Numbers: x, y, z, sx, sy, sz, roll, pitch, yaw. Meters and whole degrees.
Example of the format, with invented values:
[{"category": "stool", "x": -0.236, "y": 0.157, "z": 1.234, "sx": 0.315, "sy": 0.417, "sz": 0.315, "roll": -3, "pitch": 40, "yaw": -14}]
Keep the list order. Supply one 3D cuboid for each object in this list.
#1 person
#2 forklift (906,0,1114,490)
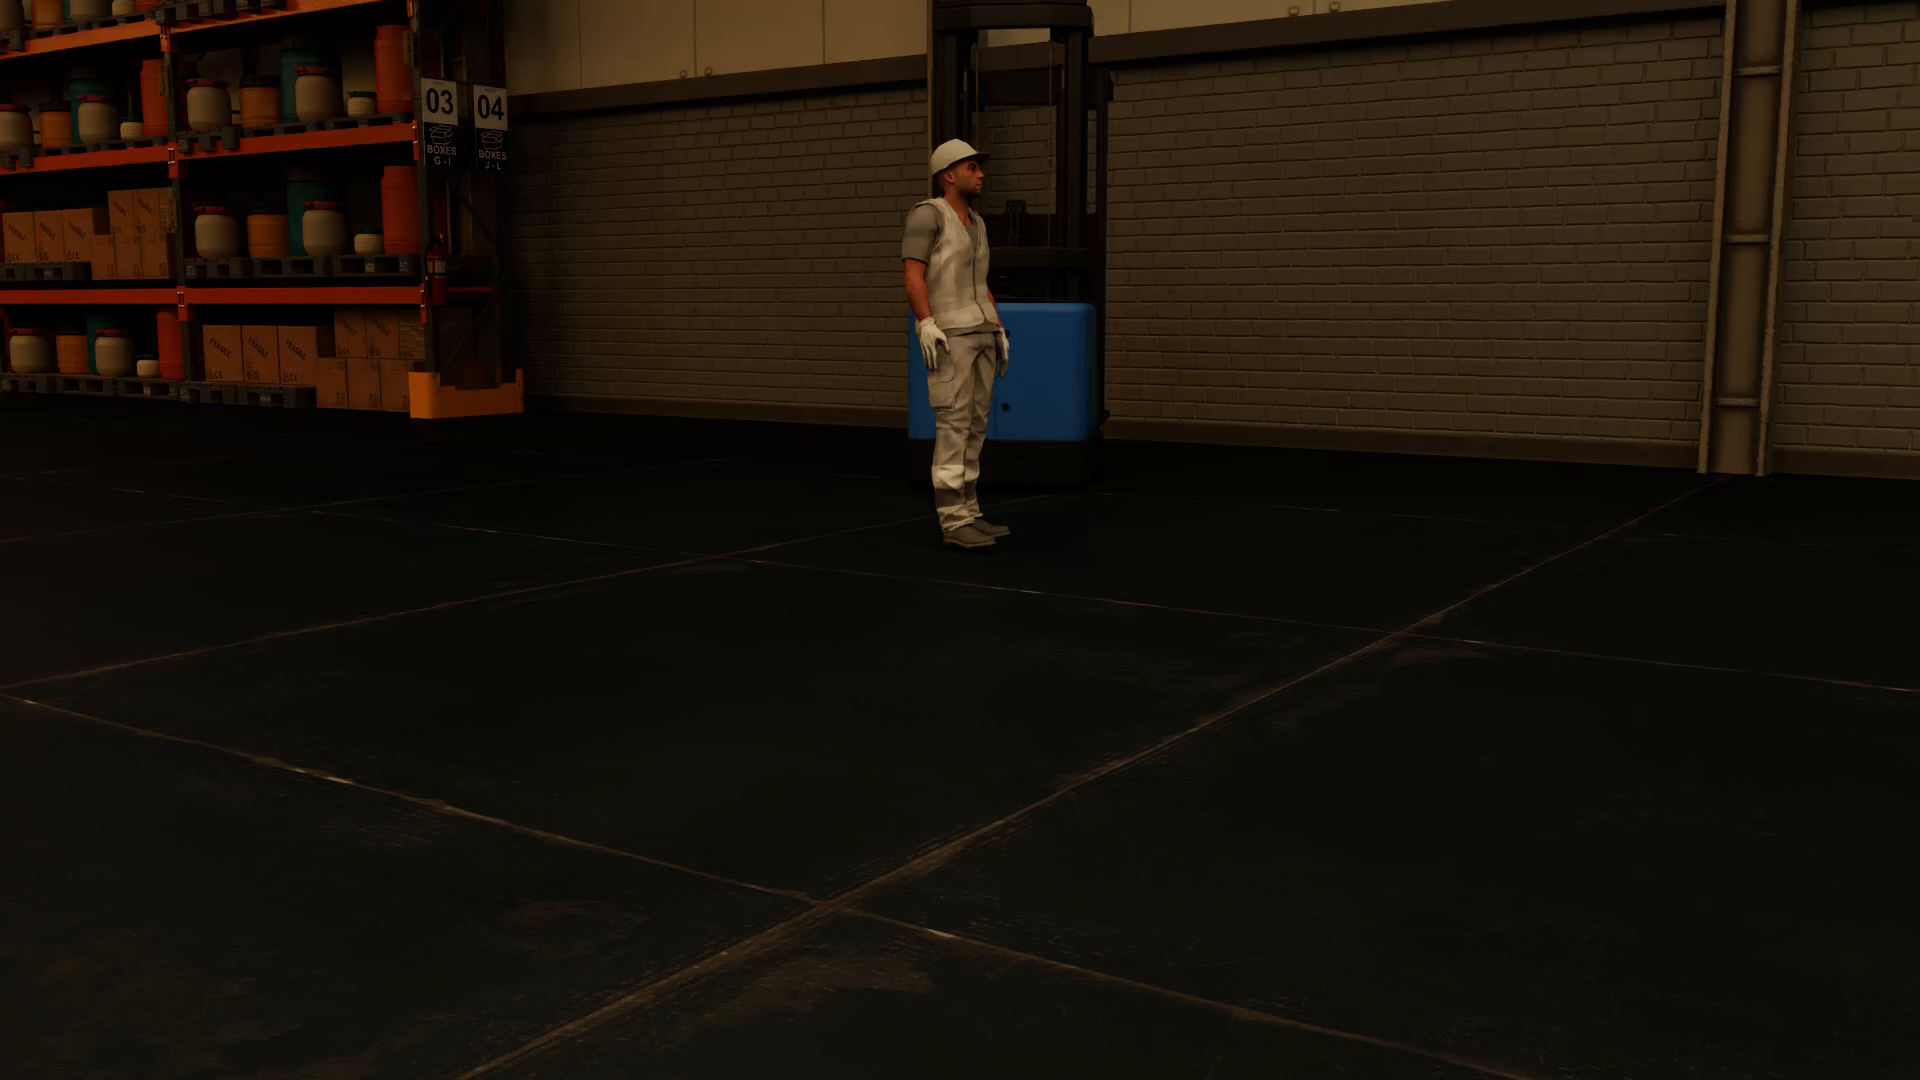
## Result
[{"category": "person", "x": 0.059, "y": -0.885, "z": 7.422, "sx": 0.563, "sy": 1.788, "sz": 0.638, "roll": 5, "pitch": 10, "yaw": 34}, {"category": "forklift", "x": 0.406, "y": -1.915, "z": 10.658, "sx": 1.130, "sy": 2.935, "sz": 3.031, "roll": 1, "pitch": 8, "yaw": 8}]
